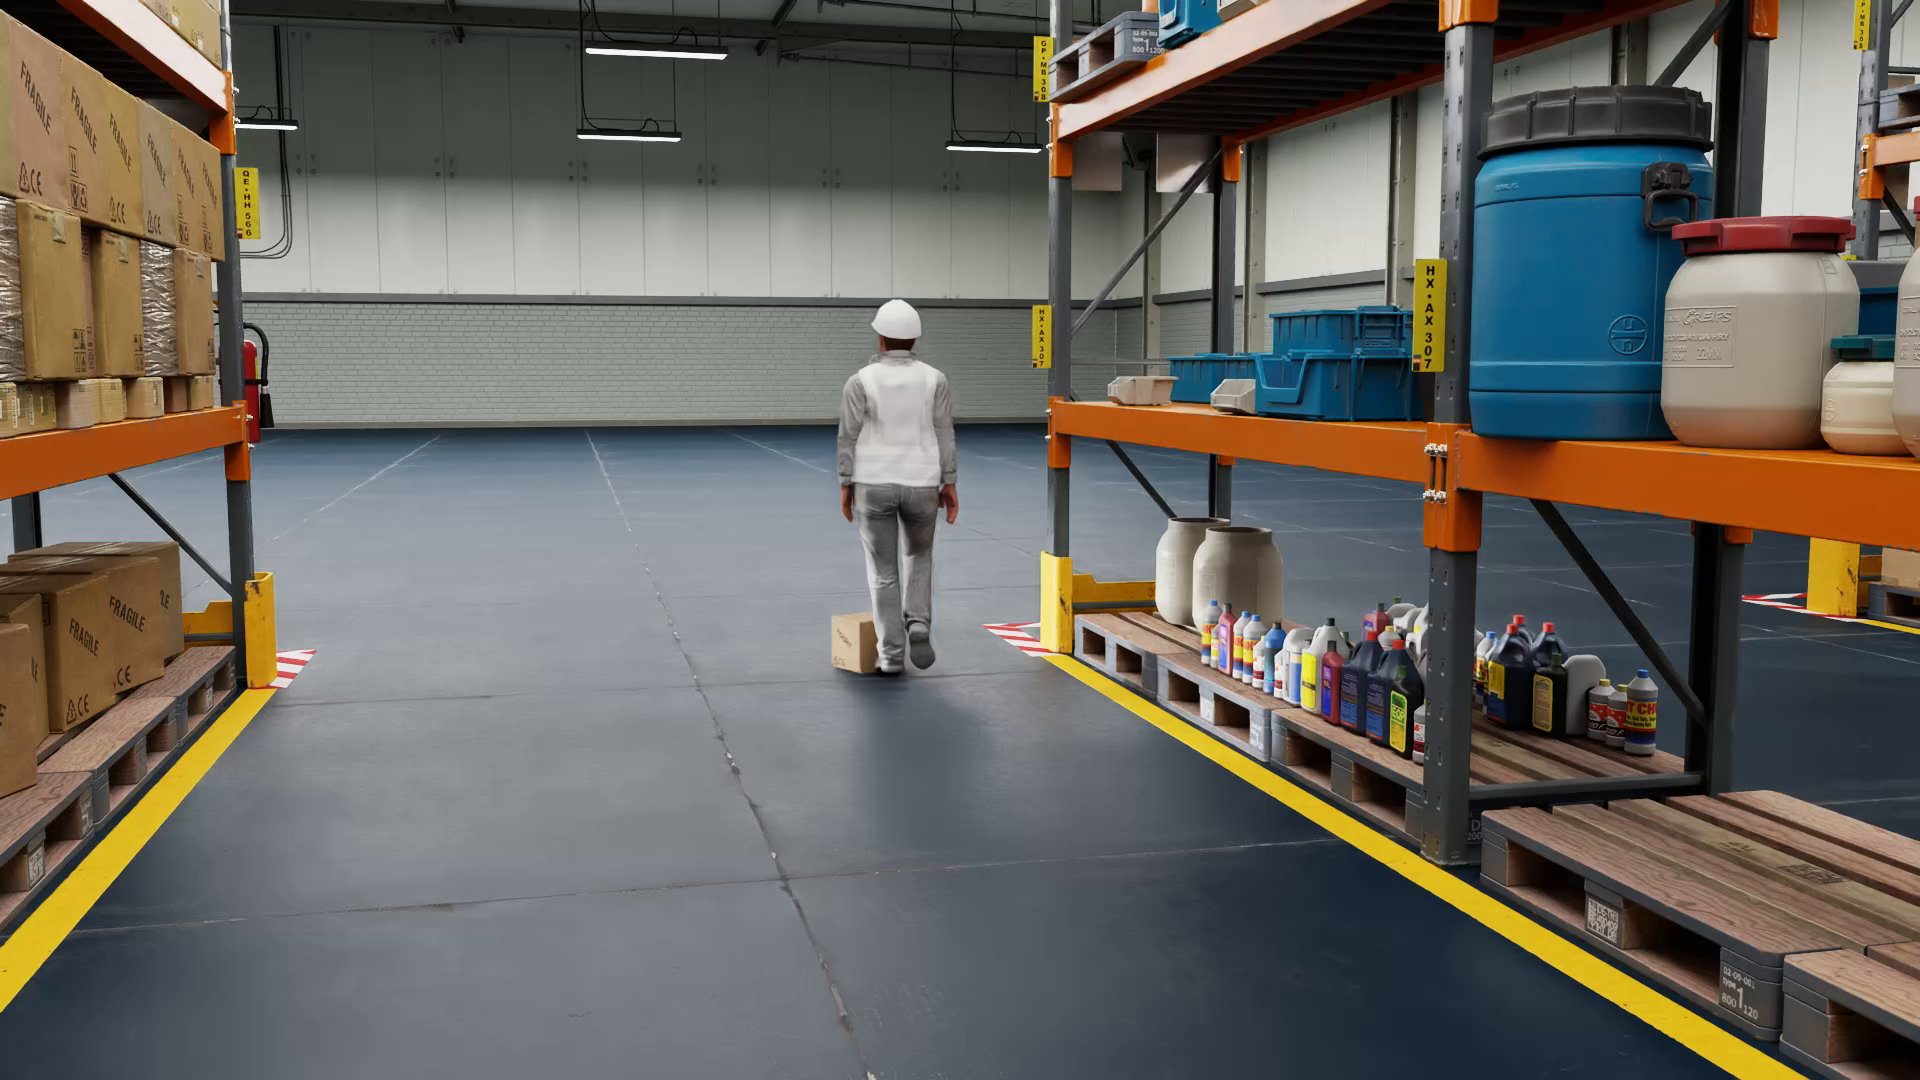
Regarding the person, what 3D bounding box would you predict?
[{"bbox_3d":[-0.316,-0.253,8.013,0.577,1.784,0.476,-1,6,-14],"label":"person"}]
